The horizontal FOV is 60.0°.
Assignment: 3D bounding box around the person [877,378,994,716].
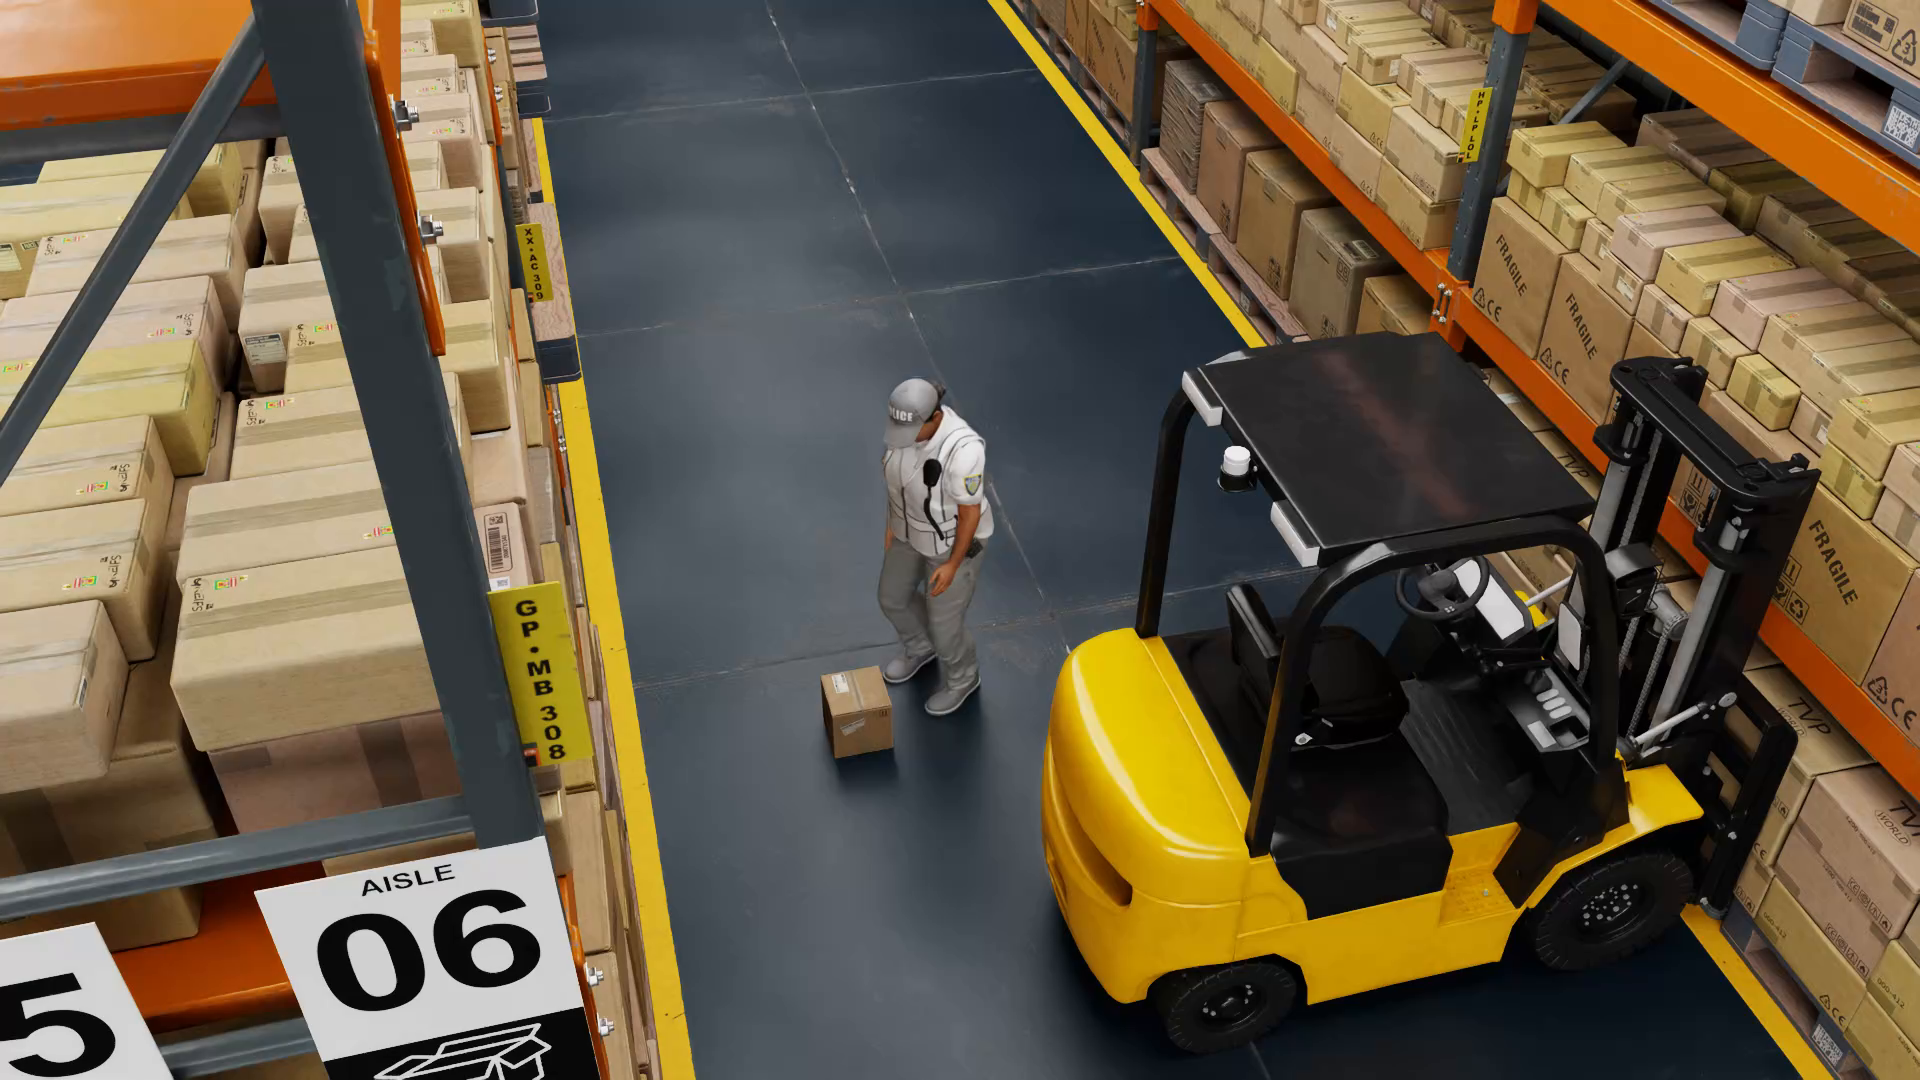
[{"bbox_3d":[-0.106,0.009,6.748,0.479,1.619,0.496,-30,47,-32],"label":"person"}]
